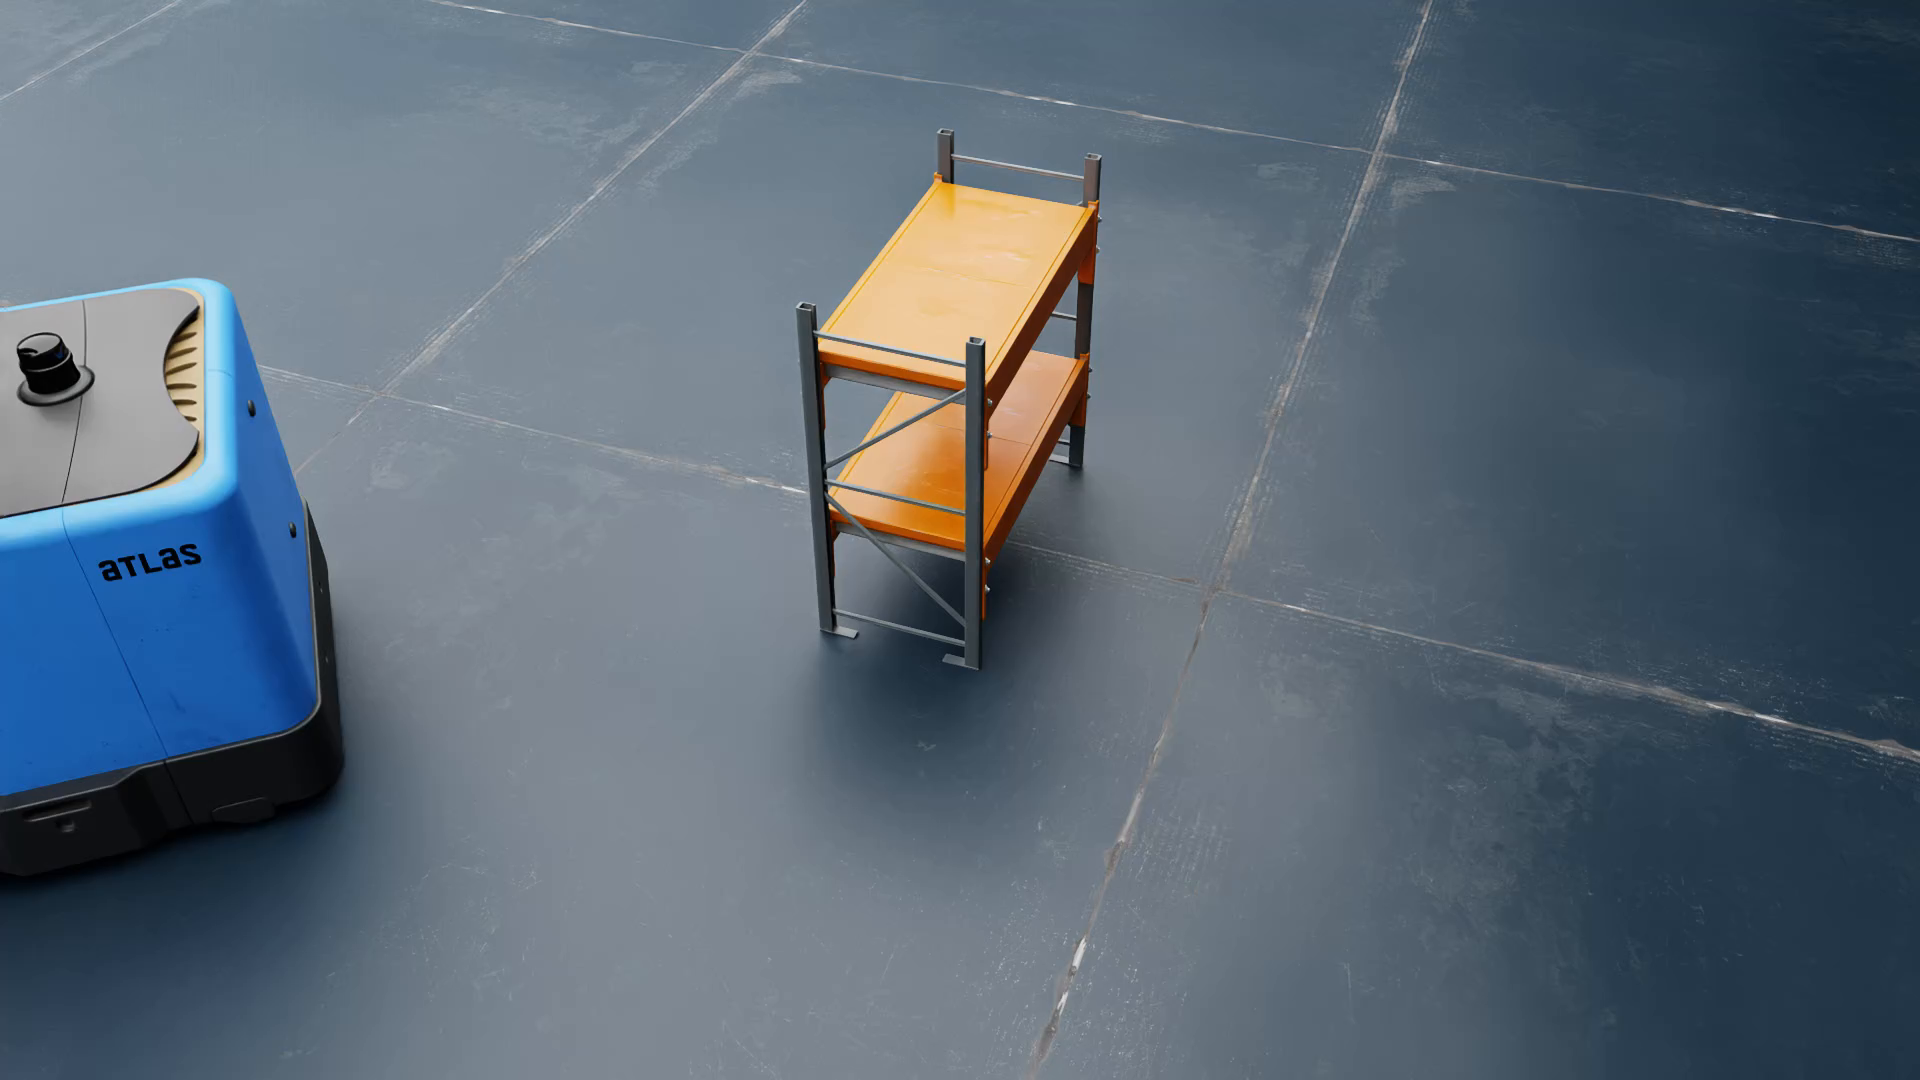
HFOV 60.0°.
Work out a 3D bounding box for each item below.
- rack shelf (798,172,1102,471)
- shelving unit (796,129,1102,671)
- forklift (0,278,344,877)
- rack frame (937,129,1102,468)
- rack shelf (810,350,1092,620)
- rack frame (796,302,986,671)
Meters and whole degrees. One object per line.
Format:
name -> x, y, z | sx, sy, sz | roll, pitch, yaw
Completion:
rack shelf -> -0.002, -0.646, 4.690 | 0.538, 0.278, 1.000 | 13, 42, 15
shelving unit -> -0.002, -0.424, 4.880 | 0.538, 1.125, 1.048 | 13, 42, 15
forklift -> -3.217, -0.406, 3.468 | 3.031, 2.935, 1.130 | -13, 42, -14
rack frame -> 0.172, -0.734, 5.243 | 0.500, 1.125, 0.032 | 13, 42, 15
rack shelf -> -0.002, -0.238, 5.039 | 0.538, 0.278, 1.000 | 13, 42, 15
rack frame -> -0.176, -0.114, 4.517 | 0.500, 1.125, 0.032 | 13, 42, 15
